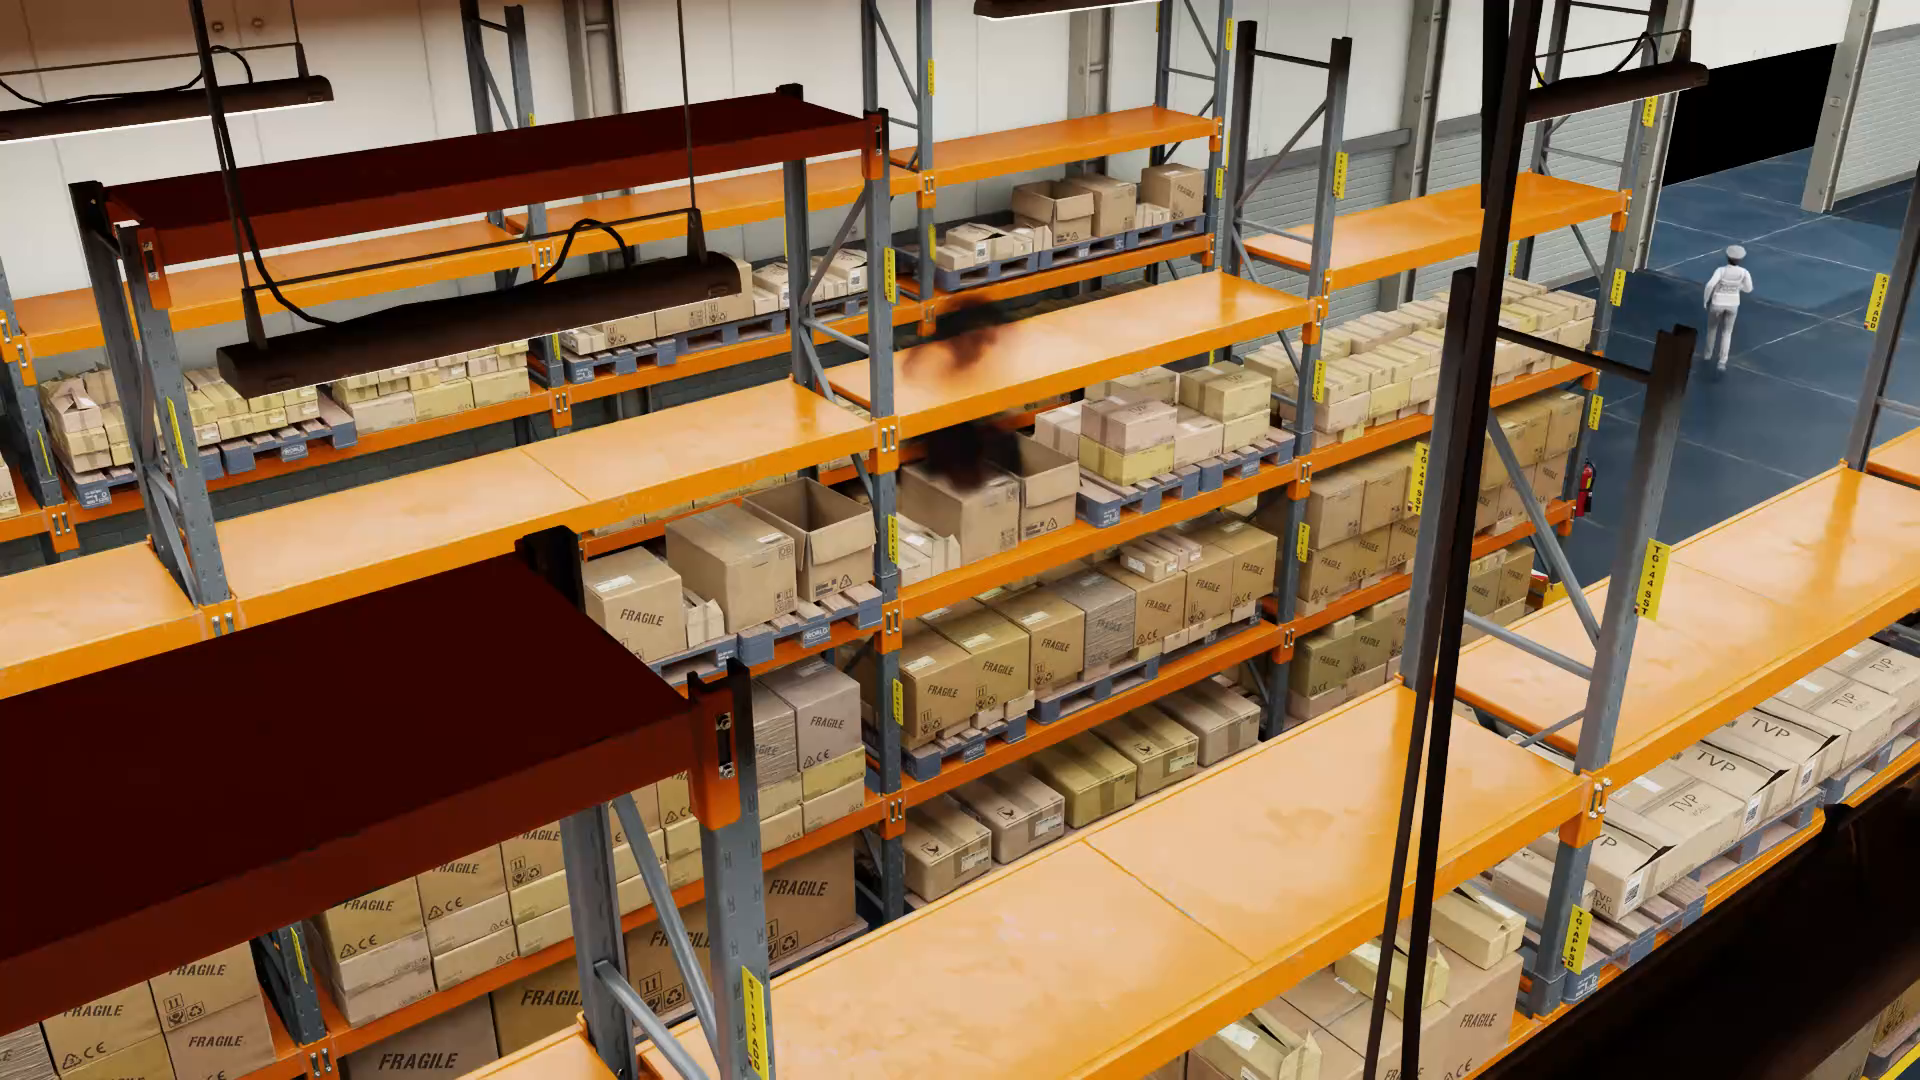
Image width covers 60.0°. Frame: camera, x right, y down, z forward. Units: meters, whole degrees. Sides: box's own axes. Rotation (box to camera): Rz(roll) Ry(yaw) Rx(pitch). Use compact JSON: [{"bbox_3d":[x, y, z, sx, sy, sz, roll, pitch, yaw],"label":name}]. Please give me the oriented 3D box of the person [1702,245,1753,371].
[{"bbox_3d":[10.368,-3.147,22.561,0.638,1.701,0.897,7,27,14],"label":"person"}]
